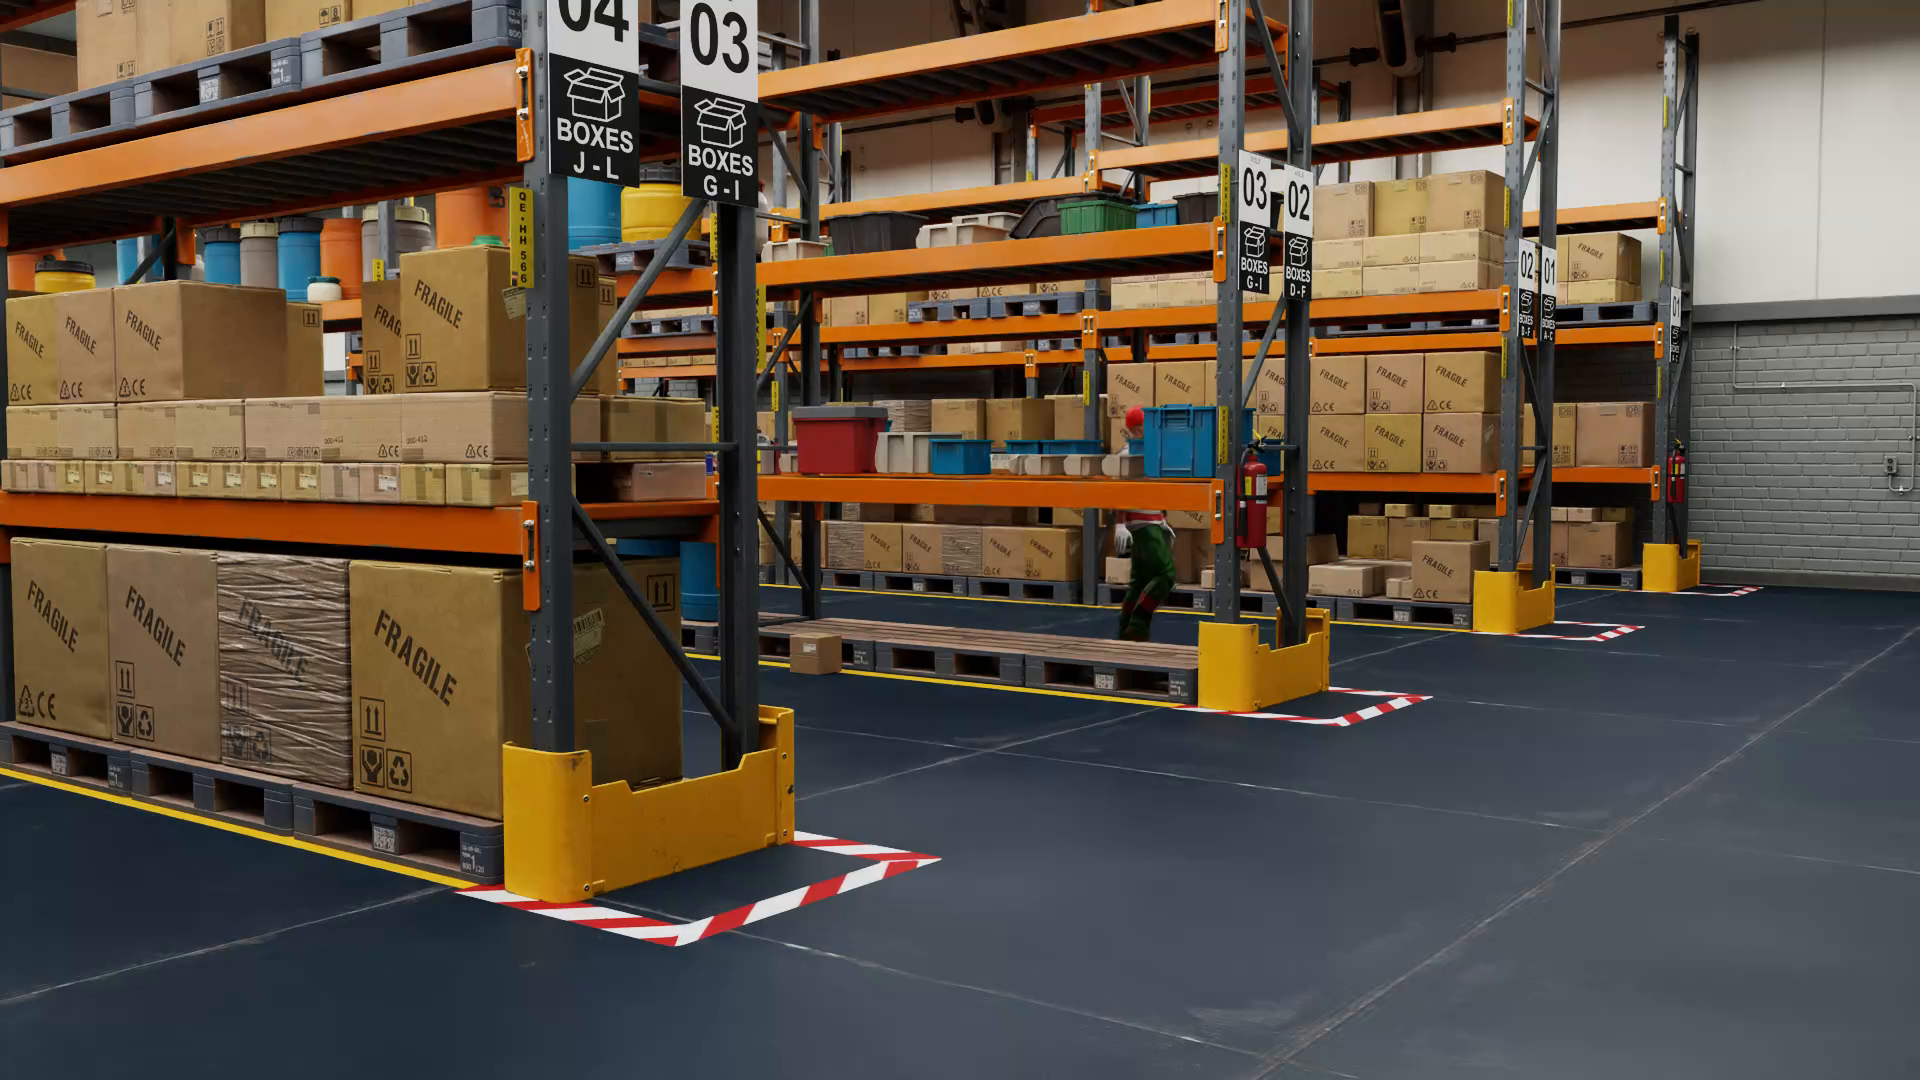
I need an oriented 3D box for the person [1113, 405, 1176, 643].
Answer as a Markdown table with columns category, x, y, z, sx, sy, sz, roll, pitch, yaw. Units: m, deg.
| category | x | y | z | sx | sy | sz | roll | pitch | yaw |
| --- | --- | --- | --- | --- | --- | --- | --- | --- | --- |
| person | 1.346 | -0.058 | 11.922 | 0.480 | 1.819 | 0.591 | 1 | 3 | 21 |
